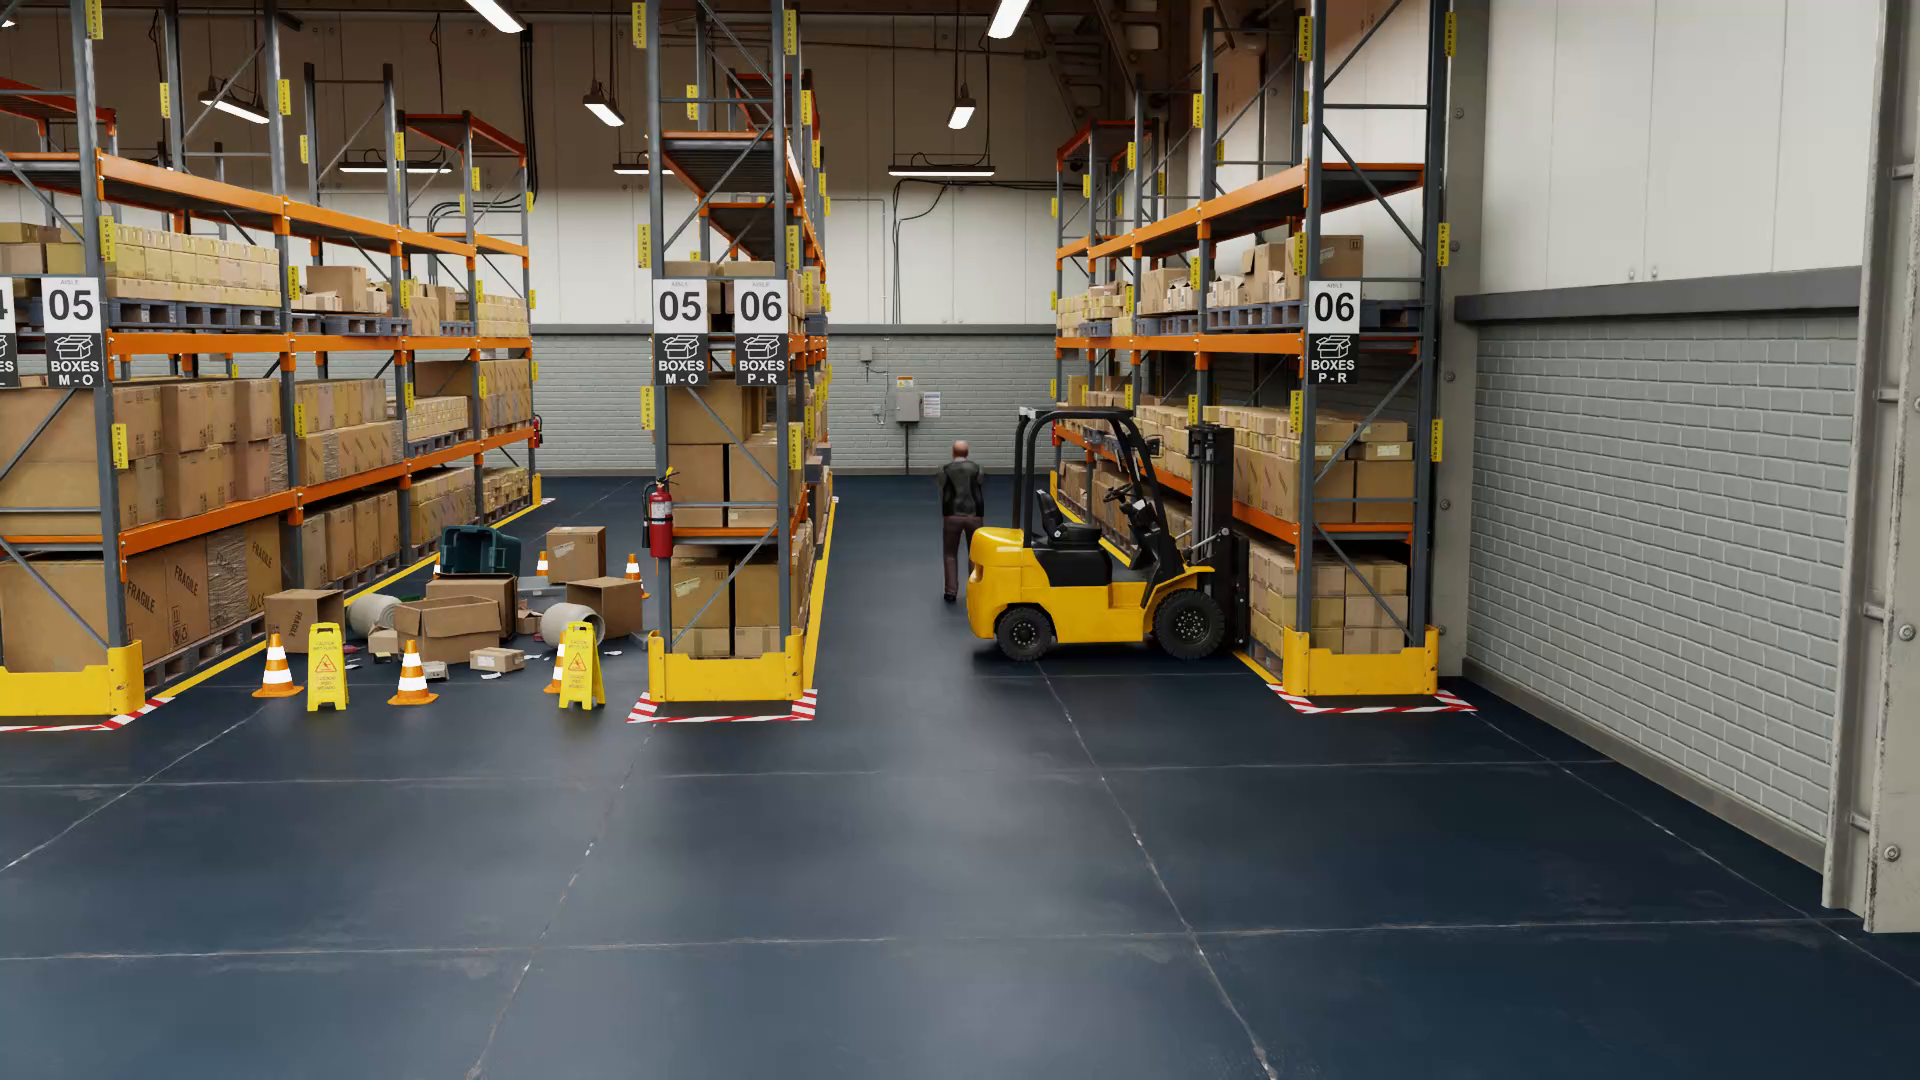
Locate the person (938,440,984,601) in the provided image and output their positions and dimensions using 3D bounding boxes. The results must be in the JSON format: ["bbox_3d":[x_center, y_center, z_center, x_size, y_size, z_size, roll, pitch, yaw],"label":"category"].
[{"bbox_3d":[0.011,-0.216,17.765,0.486,1.703,0.581,-1,7,-5],"label":"person"}]
